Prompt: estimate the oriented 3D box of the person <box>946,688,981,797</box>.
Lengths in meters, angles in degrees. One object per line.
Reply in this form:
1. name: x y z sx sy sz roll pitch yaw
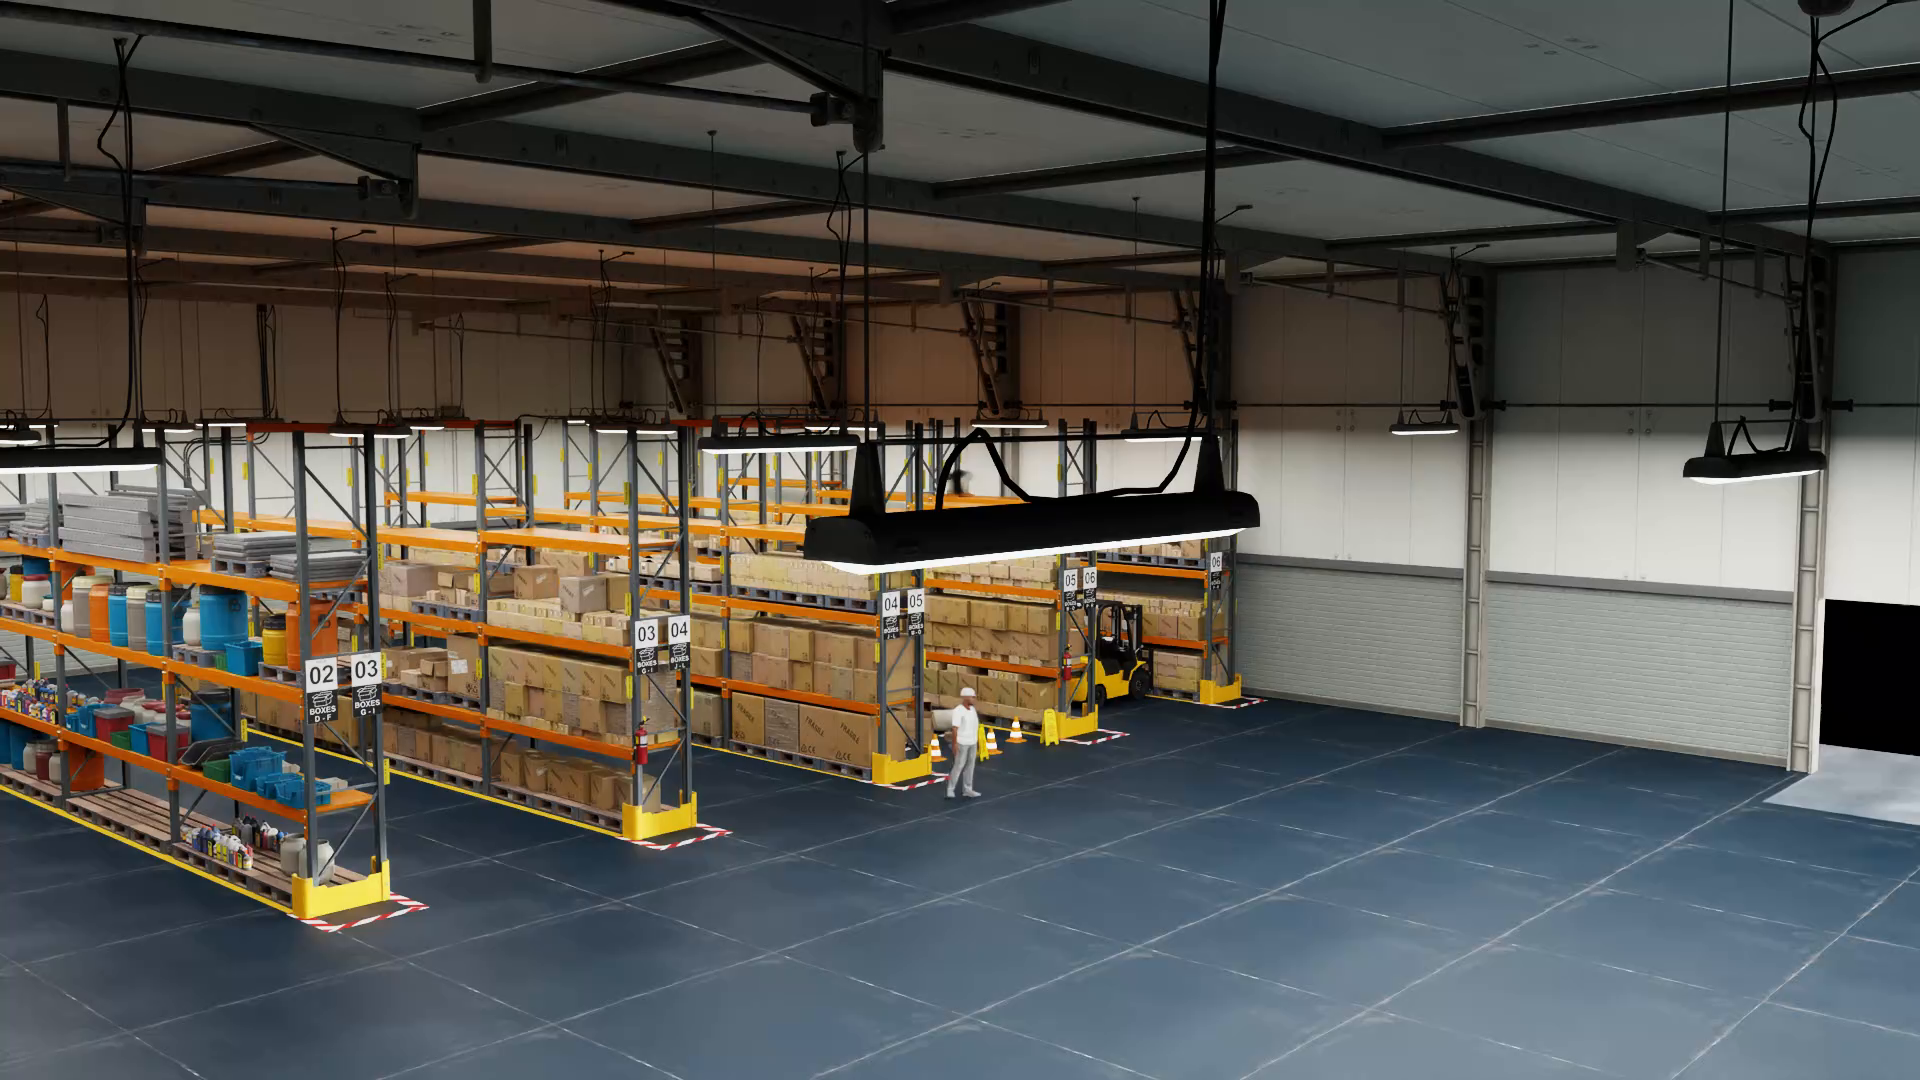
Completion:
1. person: 0.059 3.264 26.778 0.491 1.770 0.630 3 6 34
